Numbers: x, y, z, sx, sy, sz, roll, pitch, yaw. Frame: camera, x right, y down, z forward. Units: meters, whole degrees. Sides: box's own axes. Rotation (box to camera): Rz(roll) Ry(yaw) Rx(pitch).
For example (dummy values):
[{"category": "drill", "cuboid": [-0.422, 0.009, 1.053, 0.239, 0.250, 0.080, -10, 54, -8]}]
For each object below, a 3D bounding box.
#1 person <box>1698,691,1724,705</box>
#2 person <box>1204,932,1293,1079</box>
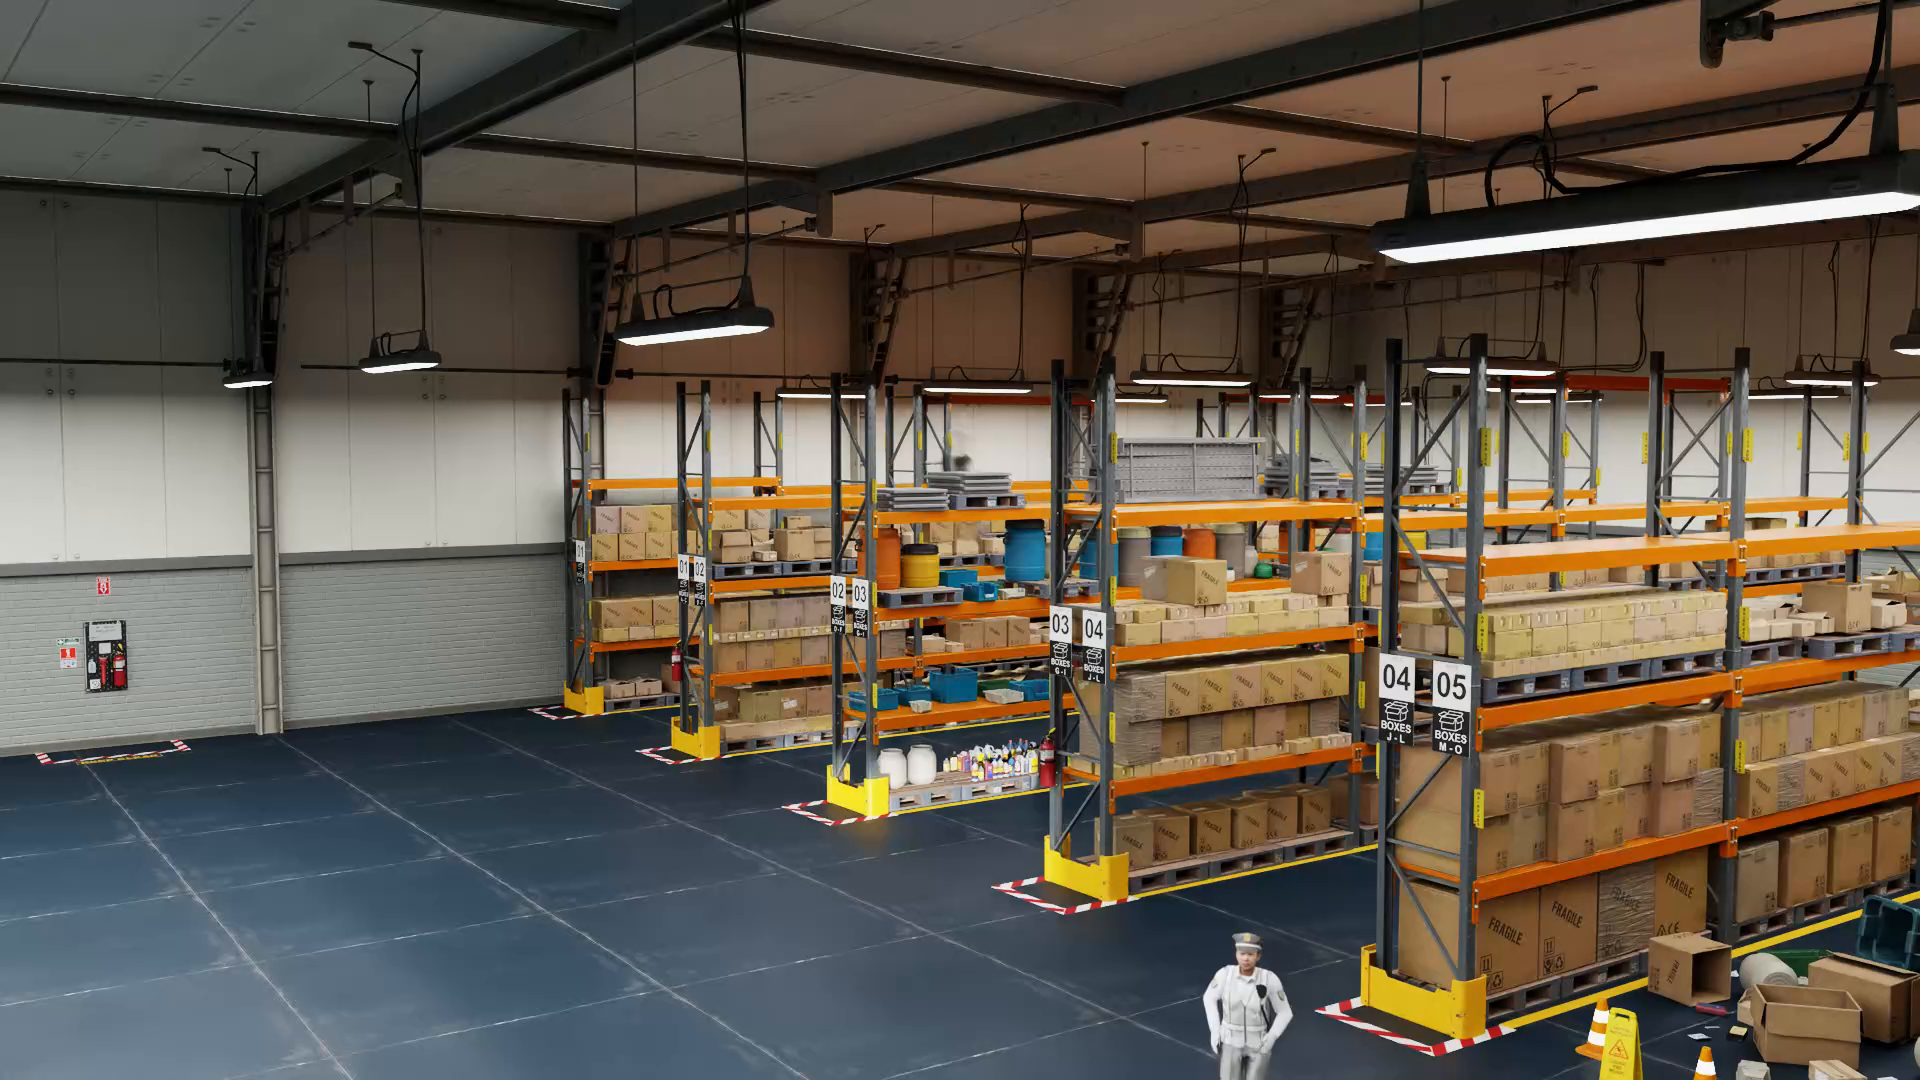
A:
[{"category": "person", "cuboid": [10.330, 2.800, 22.688, 0.939, 1.801, 0.634, -3, 5, -39]}, {"category": "person", "cuboid": [2.027, 3.580, 11.747, 0.628, 1.663, 0.534, 1, 4, 11]}]
